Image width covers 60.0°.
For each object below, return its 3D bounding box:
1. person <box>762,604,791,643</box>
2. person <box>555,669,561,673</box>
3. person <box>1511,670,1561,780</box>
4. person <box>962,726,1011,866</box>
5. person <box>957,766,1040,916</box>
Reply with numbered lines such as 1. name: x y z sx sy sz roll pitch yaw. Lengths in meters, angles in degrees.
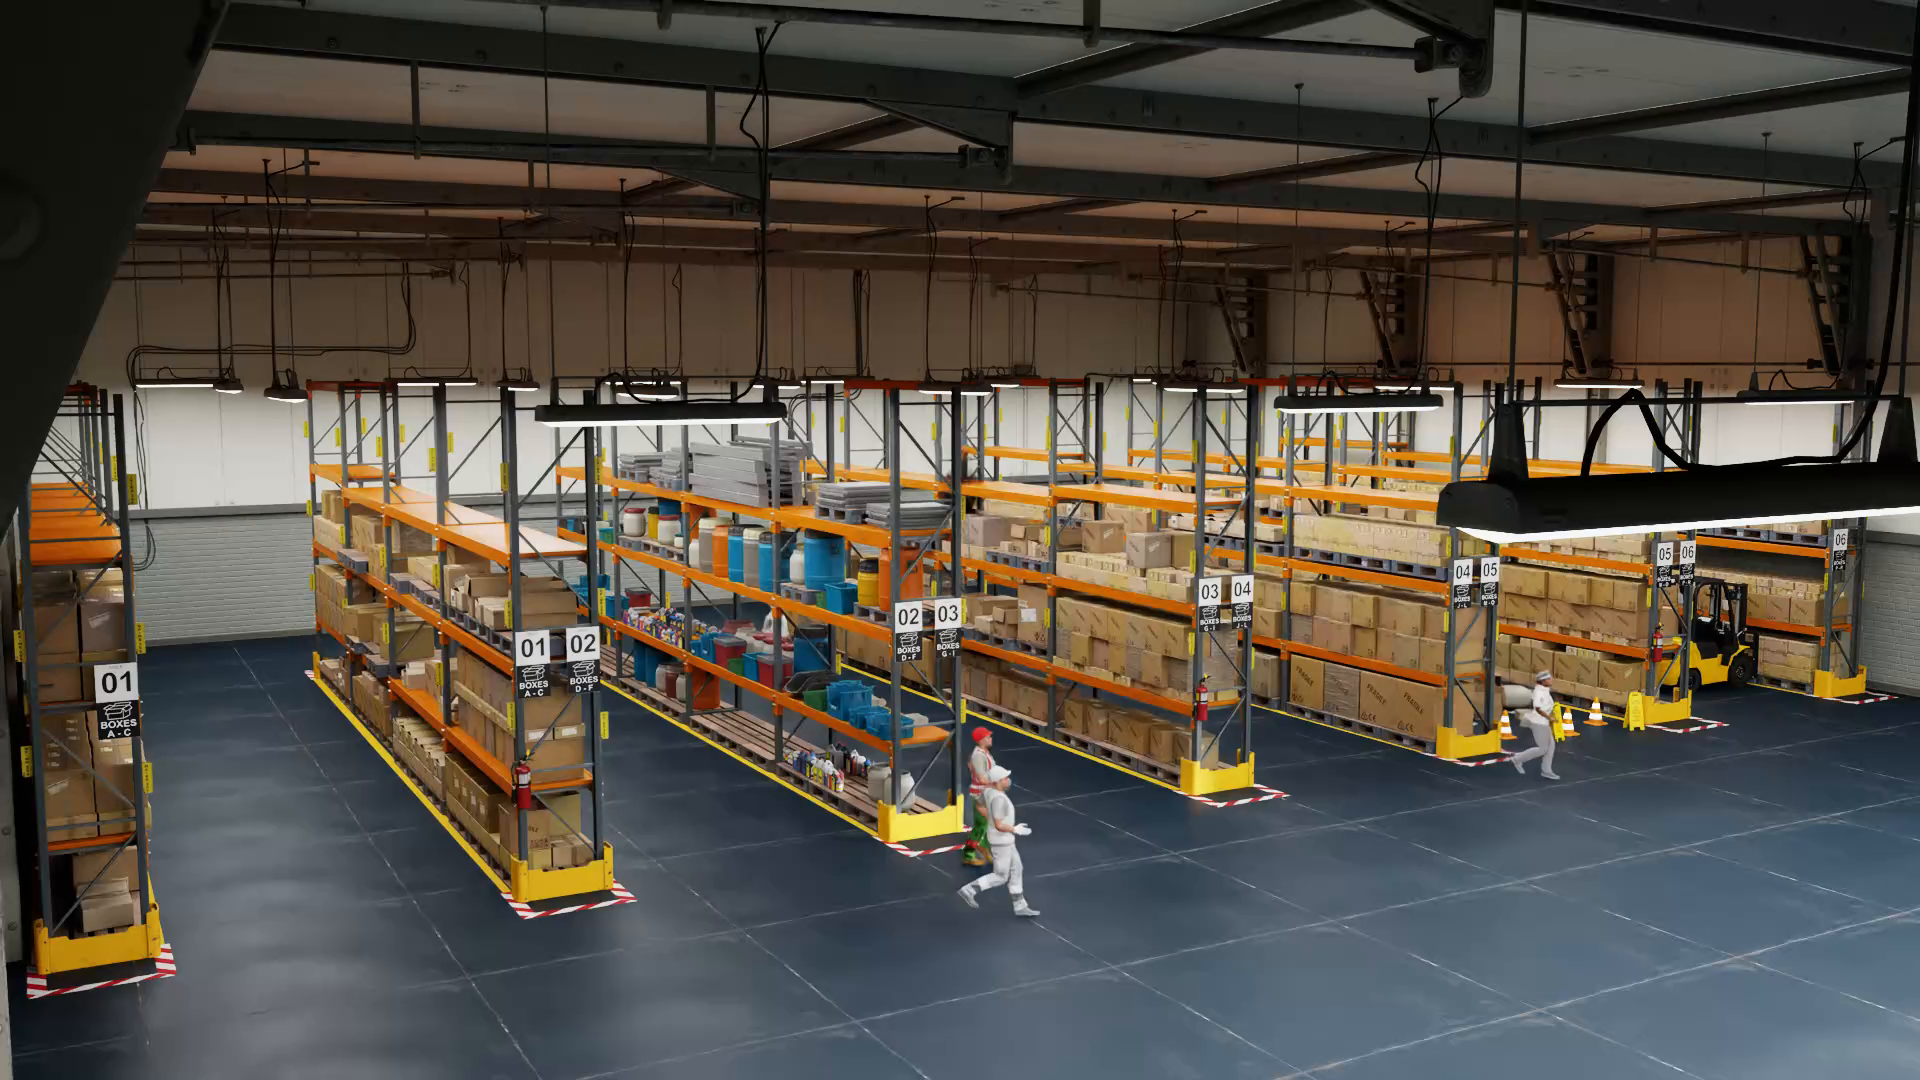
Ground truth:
1. person: -3.588 1.999 32.664 0.659 1.741 0.765 -6 8 -44
2. person: -7.372 2.291 29.569 0.663 1.805 1.001 -5 8 -38
3. person: 8.830 2.799 25.418 0.731 1.685 0.603 2 6 19
4. person: 0.343 3.218 20.925 0.650 1.762 0.678 1 6 13
5. person: 0.443 3.444 18.952 0.962 1.775 0.667 0 6 -5
